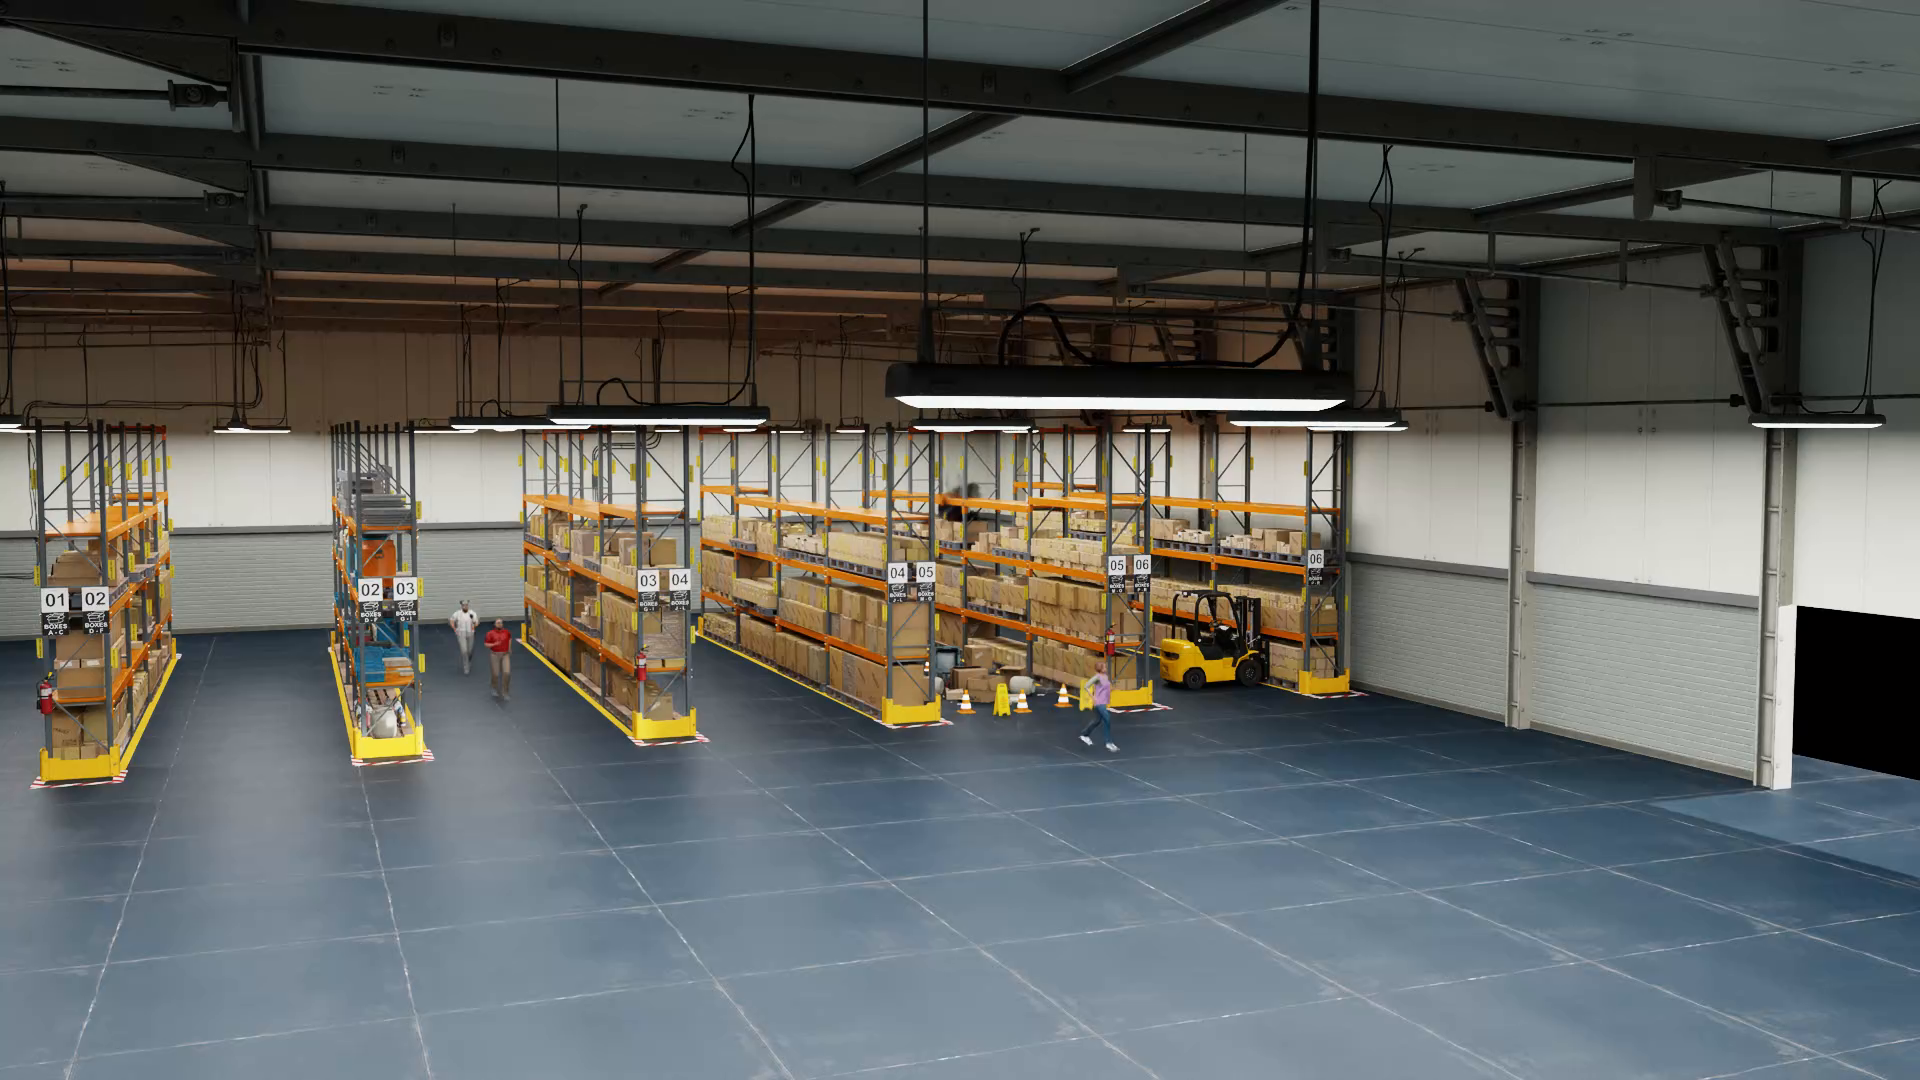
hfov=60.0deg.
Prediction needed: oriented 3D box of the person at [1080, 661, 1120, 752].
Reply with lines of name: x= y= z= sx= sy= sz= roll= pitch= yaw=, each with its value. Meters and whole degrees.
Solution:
person: x=2.551 y=3.012 z=30.290 sx=0.820 sy=1.620 sz=0.524 roll=2 pitch=4 yaw=25

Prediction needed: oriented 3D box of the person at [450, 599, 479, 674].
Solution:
person: x=-11.990 y=2.321 z=40.312 sx=0.666 sy=1.794 sz=0.802 roll=-2 pitch=4 yaw=-27

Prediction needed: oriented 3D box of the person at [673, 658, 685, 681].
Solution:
person: x=-6.591 y=2.374 z=39.088 sx=0.637 sy=1.837 sz=0.758 roll=-2 pitch=4 yaw=-26

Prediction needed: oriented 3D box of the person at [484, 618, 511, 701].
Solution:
person: x=-10.034 y=2.597 z=36.216 sx=0.645 sy=1.789 sz=0.768 roll=-2 pitch=4 yaw=-29
